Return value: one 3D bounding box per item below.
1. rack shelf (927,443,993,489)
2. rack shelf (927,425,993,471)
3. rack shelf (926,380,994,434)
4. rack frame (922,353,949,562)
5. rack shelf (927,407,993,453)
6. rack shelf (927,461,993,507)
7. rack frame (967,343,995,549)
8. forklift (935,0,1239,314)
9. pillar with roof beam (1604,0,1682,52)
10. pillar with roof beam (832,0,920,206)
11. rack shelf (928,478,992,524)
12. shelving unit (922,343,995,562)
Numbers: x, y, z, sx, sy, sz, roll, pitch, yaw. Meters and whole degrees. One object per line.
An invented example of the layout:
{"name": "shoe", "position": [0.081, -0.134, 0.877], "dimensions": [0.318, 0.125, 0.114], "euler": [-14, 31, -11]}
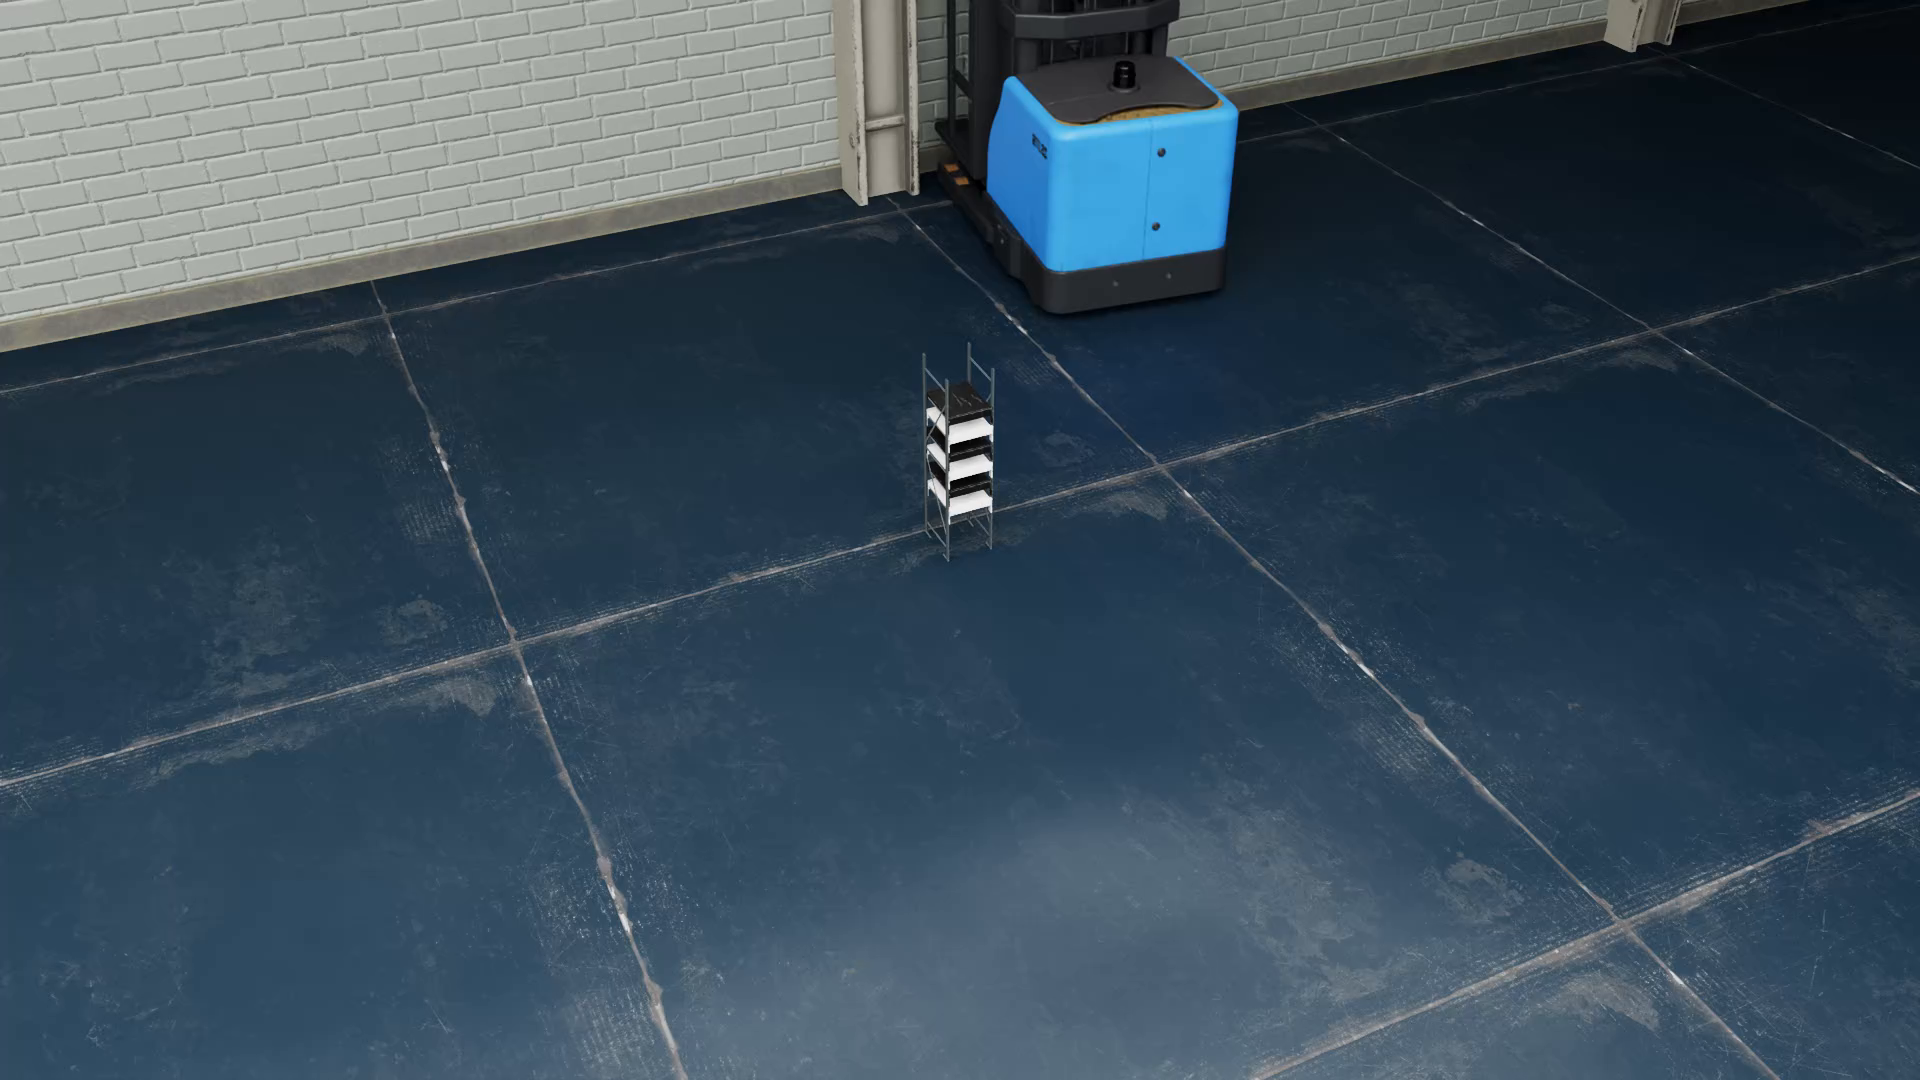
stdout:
{"name": "rack shelf", "position": [-0.007, -0.333, 6.999], "dimensions": [0.200, 0.077, 0.258], "euler": [-16, 39, -20]}
{"name": "rack shelf", "position": [-0.007, -0.405, 6.945], "dimensions": [0.200, 0.077, 0.258], "euler": [-16, 39, -20]}
{"name": "rack shelf", "position": [-0.007, -0.549, 6.838], "dimensions": [0.200, 0.077, 0.258], "euler": [-16, 39, -20]}
{"name": "rack frame", "position": [-0.099, -0.334, 6.944], "dimensions": [0.006, 0.900, 0.240], "euler": [-16, 39, -20]}
{"name": "rack shelf", "position": [-0.007, -0.477, 6.892], "dimensions": [0.200, 0.077, 0.258], "euler": [-16, 39, -20]}
{"name": "rack shelf", "position": [-0.007, -0.260, 7.053], "dimensions": [0.200, 0.077, 0.258], "euler": [-16, 39, -20]}
{"name": "rack frame", "position": [0.085, -0.385, 7.014], "dimensions": [0.006, 0.900, 0.240], "euler": [-16, 39, -20]}
{"name": "forklift", "position": [0.503, -3.244, 9.163], "dimensions": [1.130, 2.935, 3.031], "euler": [-11, 38, -14]}
{"name": "pillar with roof beam", "position": [6.776, -4.942, 6.359], "dimensions": [0.400, 9.000, 9.100], "euler": [-16, 39, -20]}
{"name": "pillar with roof beam", "position": [1.344, -3.423, 4.312], "dimensions": [0.400, 9.000, 9.100], "euler": [-16, 39, -20]}
{"name": "rack shelf", "position": [-0.007, -0.188, 7.106], "dimensions": [0.200, 0.077, 0.258], "euler": [-16, 39, -20]}
{"name": "shelving unit", "position": [-0.007, -0.359, 6.979], "dimensions": [0.210, 0.900, 0.258], "euler": [-16, 39, -20]}
